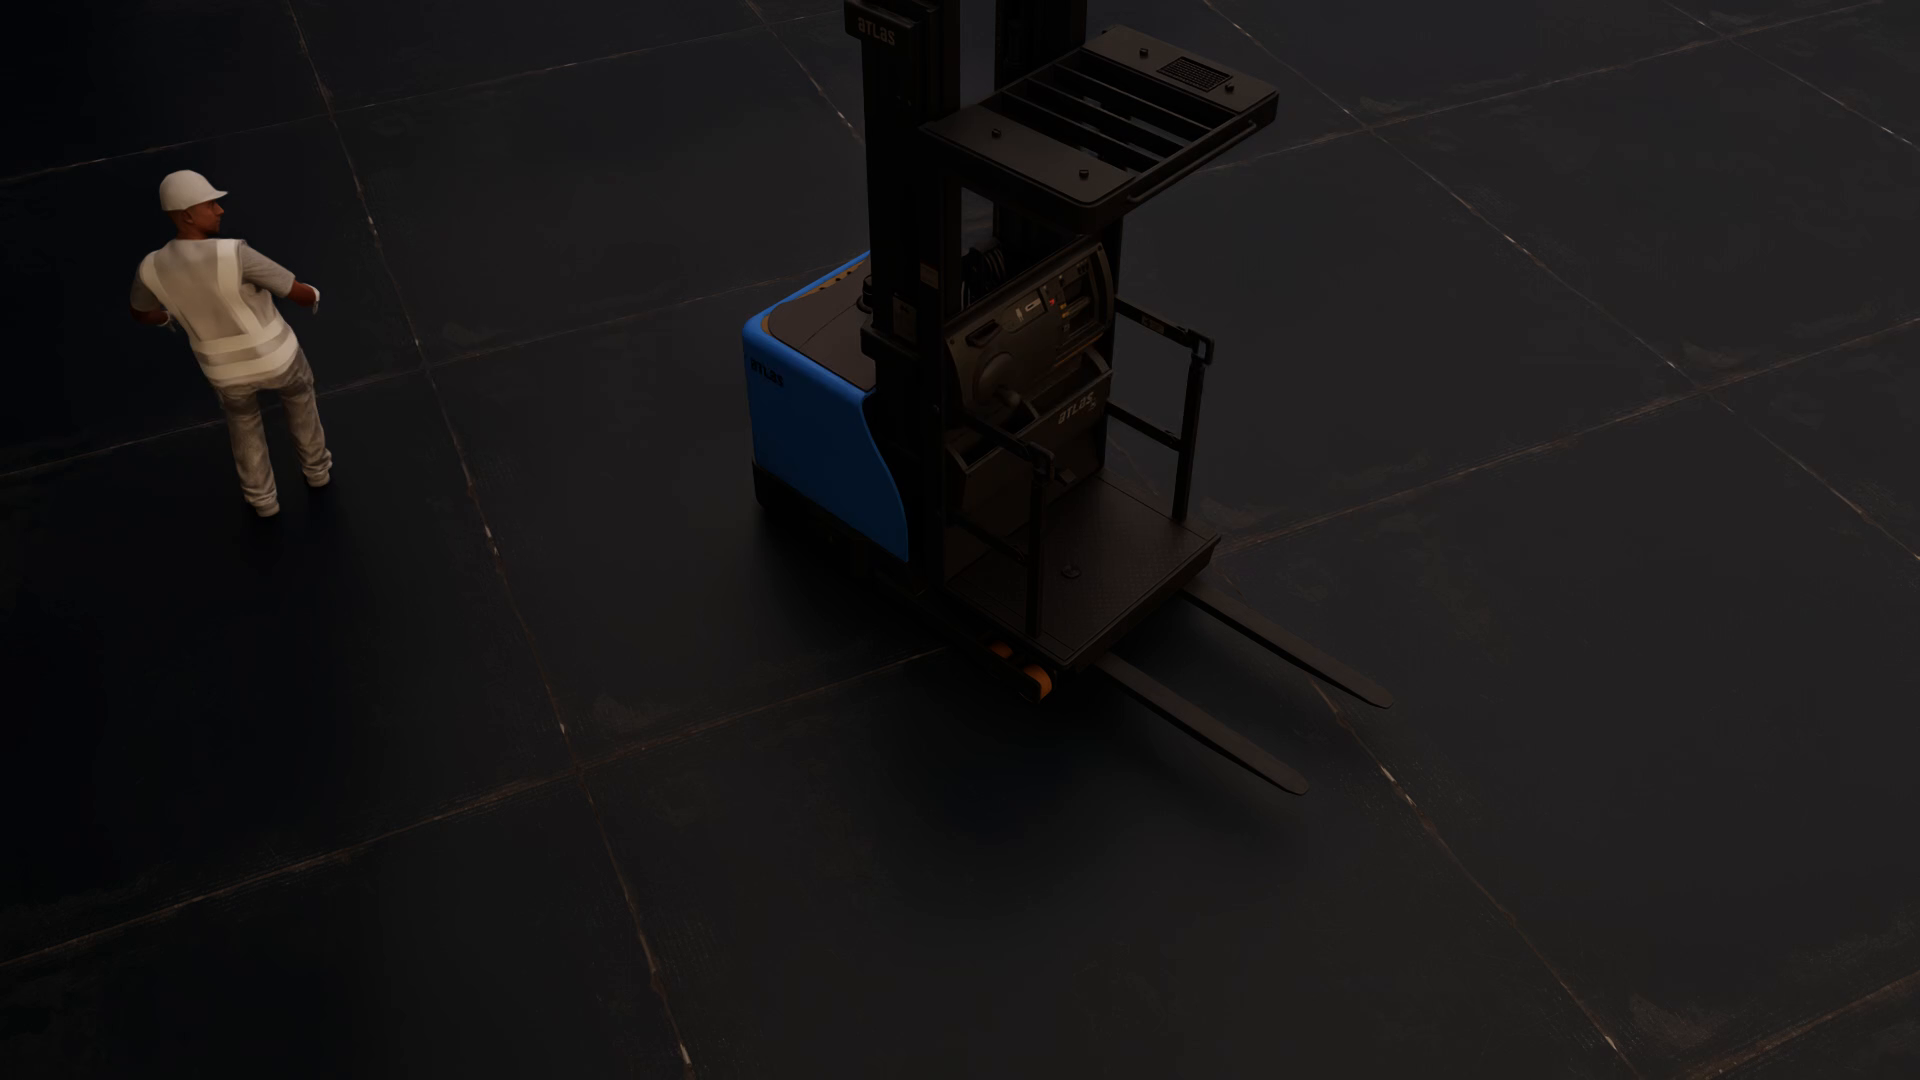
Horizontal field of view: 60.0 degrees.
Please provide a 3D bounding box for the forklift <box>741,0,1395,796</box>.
[{"bbox_3d":[0.445,-0.788,6.525,3.031,2.935,1.130,32,52,30],"label":"forklift"}]

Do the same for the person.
[{"bbox_3d":[-3.259,-0.890,7.548,0.808,1.723,0.592,-6,43,-7],"label":"person"}]
